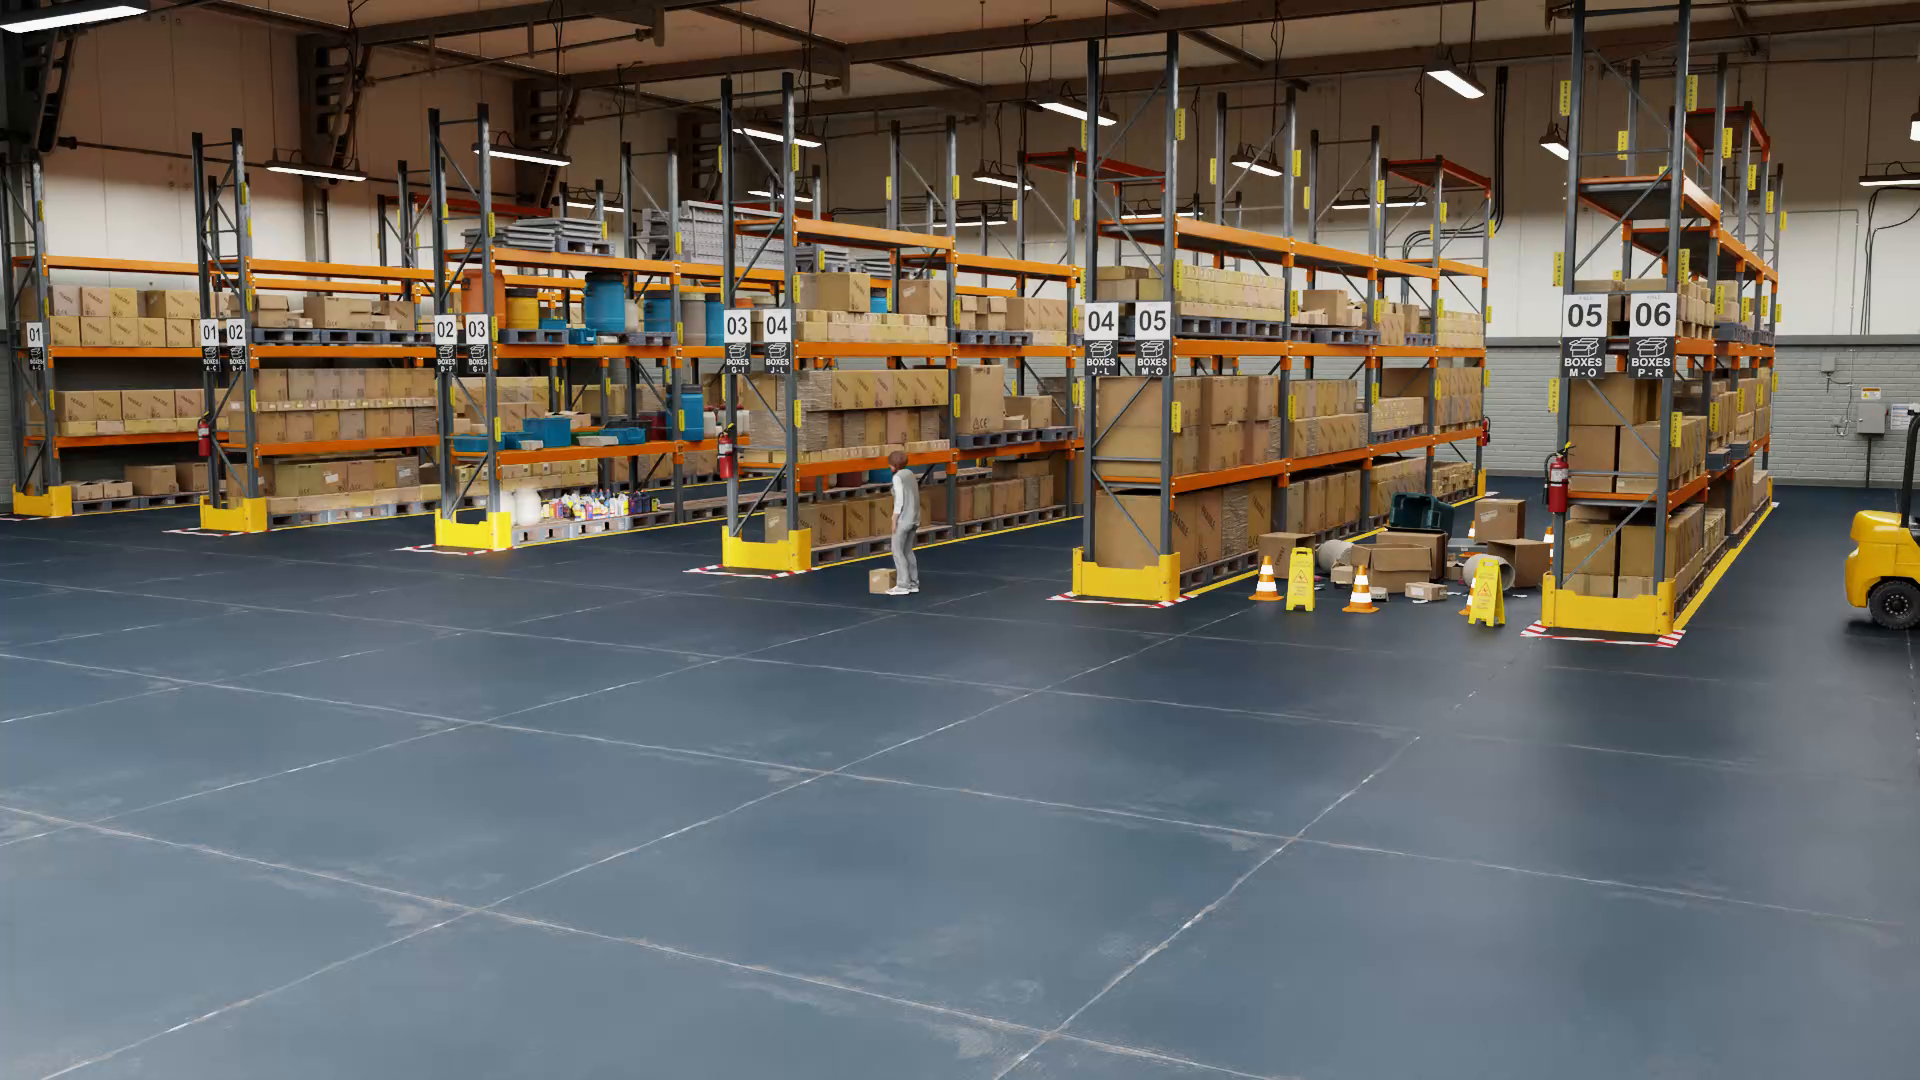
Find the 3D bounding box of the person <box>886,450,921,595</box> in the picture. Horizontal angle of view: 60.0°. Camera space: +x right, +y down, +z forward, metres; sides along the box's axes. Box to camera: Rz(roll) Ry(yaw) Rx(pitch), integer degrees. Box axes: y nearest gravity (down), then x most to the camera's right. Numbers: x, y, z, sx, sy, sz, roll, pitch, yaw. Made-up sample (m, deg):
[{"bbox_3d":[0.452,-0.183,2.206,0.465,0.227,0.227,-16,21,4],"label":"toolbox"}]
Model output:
[{"bbox_3d":[-0.618,-0.195,18.382,0.347,1.592,0.474,3,7,26],"label":"person"}]
